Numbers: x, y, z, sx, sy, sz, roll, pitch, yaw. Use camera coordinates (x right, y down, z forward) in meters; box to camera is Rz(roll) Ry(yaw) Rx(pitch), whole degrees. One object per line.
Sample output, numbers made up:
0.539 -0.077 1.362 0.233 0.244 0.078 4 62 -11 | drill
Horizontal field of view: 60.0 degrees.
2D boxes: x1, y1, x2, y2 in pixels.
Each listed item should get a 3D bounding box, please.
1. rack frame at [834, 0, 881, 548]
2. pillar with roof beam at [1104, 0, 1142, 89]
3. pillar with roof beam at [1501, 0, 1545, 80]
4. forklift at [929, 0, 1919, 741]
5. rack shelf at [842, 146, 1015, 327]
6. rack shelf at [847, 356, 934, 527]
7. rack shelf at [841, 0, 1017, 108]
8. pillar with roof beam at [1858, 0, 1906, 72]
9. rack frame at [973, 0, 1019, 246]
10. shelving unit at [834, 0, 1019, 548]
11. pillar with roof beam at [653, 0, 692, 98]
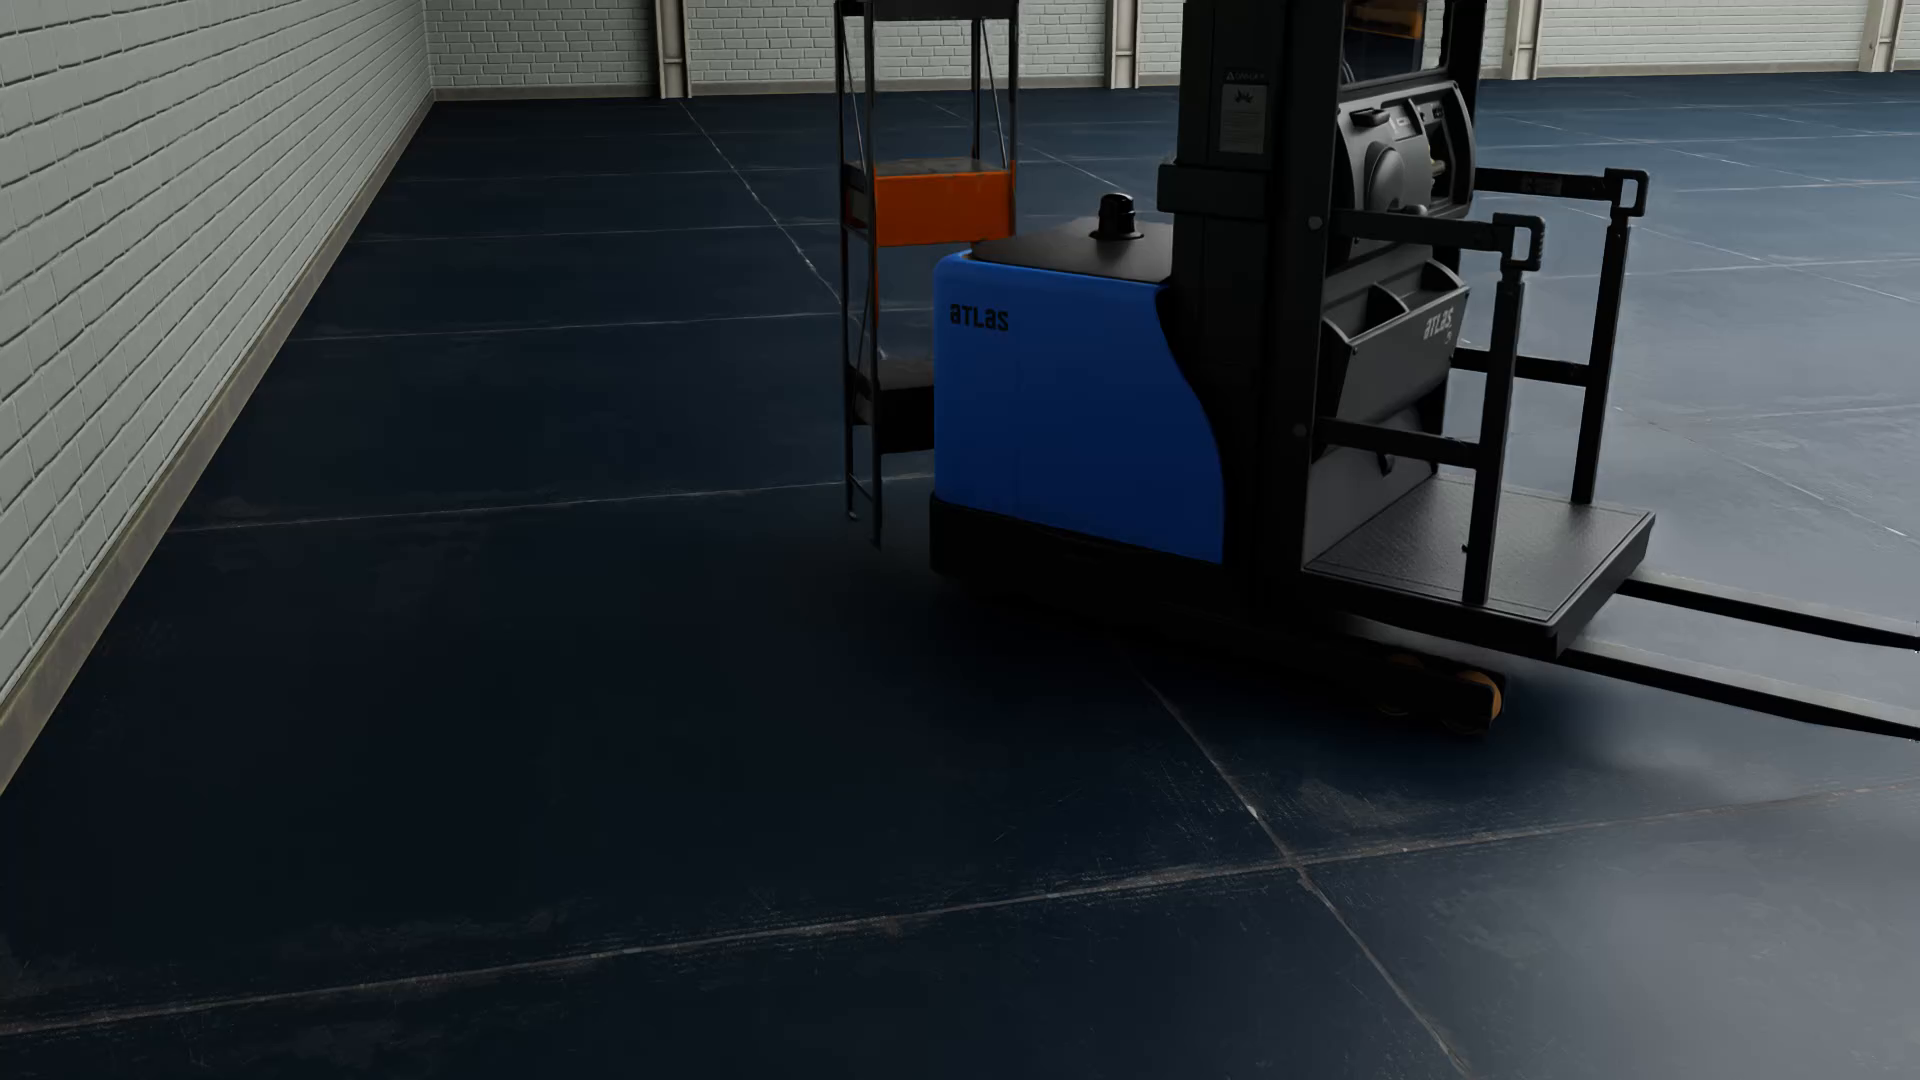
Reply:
-0.345 -1.024 5.556 0.015 2.100 0.400 -7 21 -18 | rack frame
3.182 -8.941 17.140 0.400 9.000 9.100 -5 21 -12 | pillar with roof beam
9.021 -9.416 18.437 0.400 9.000 9.100 -5 21 -12 | pillar with roof beam
1.403 -1.068 4.470 3.031 2.935 1.130 13 24 32 | forklift
-0.114 -1.038 5.635 0.480 0.518 0.431 -7 21 -18 | rack shelf
-0.114 -0.381 5.876 0.480 0.518 0.431 -7 21 -18 | rack shelf
-0.114 -1.695 5.394 0.480 0.518 0.431 -7 21 -18 | rack shelf
14.860 -9.891 19.733 0.400 9.000 9.100 -5 21 -12 | pillar with roof beam
0.116 -1.078 5.704 0.015 2.100 0.400 -7 21 -18 | rack frame
-0.114 -1.051 5.630 0.503 2.100 0.431 -7 21 -18 | shelving unit
-2.657 -8.466 15.844 0.400 9.000 9.100 -5 21 -12 | pillar with roof beam
